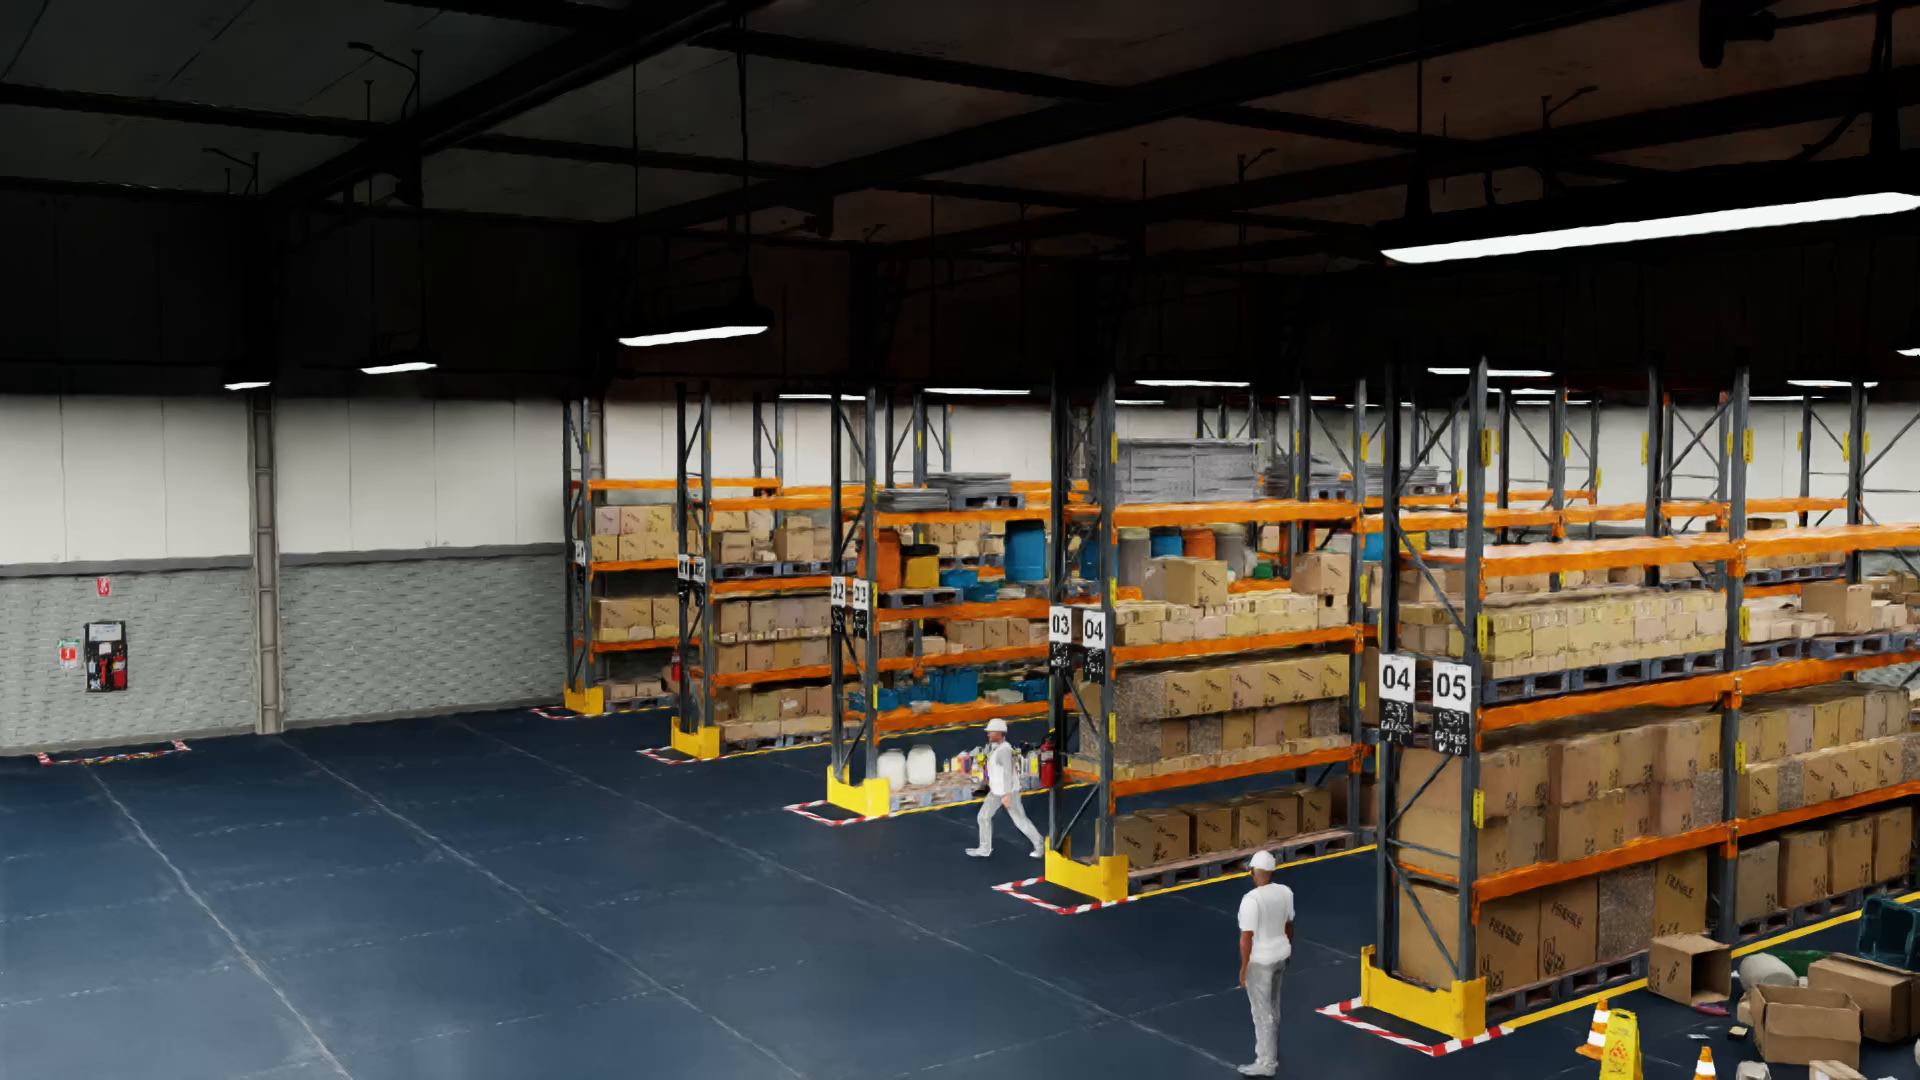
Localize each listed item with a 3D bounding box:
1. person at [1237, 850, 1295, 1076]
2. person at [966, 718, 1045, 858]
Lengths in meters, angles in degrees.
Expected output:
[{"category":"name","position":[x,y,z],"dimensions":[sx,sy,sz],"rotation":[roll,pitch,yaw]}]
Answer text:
[{"category":"person","position":[2.464,3.403,13.530],"dimensions":[0.645,1.765,0.489],"rotation":[-3,5,-40]},{"category":"person","position":[0.574,3.015,20.175],"dimensions":[0.954,1.721,0.572],"rotation":[-1,4,-15]}]
